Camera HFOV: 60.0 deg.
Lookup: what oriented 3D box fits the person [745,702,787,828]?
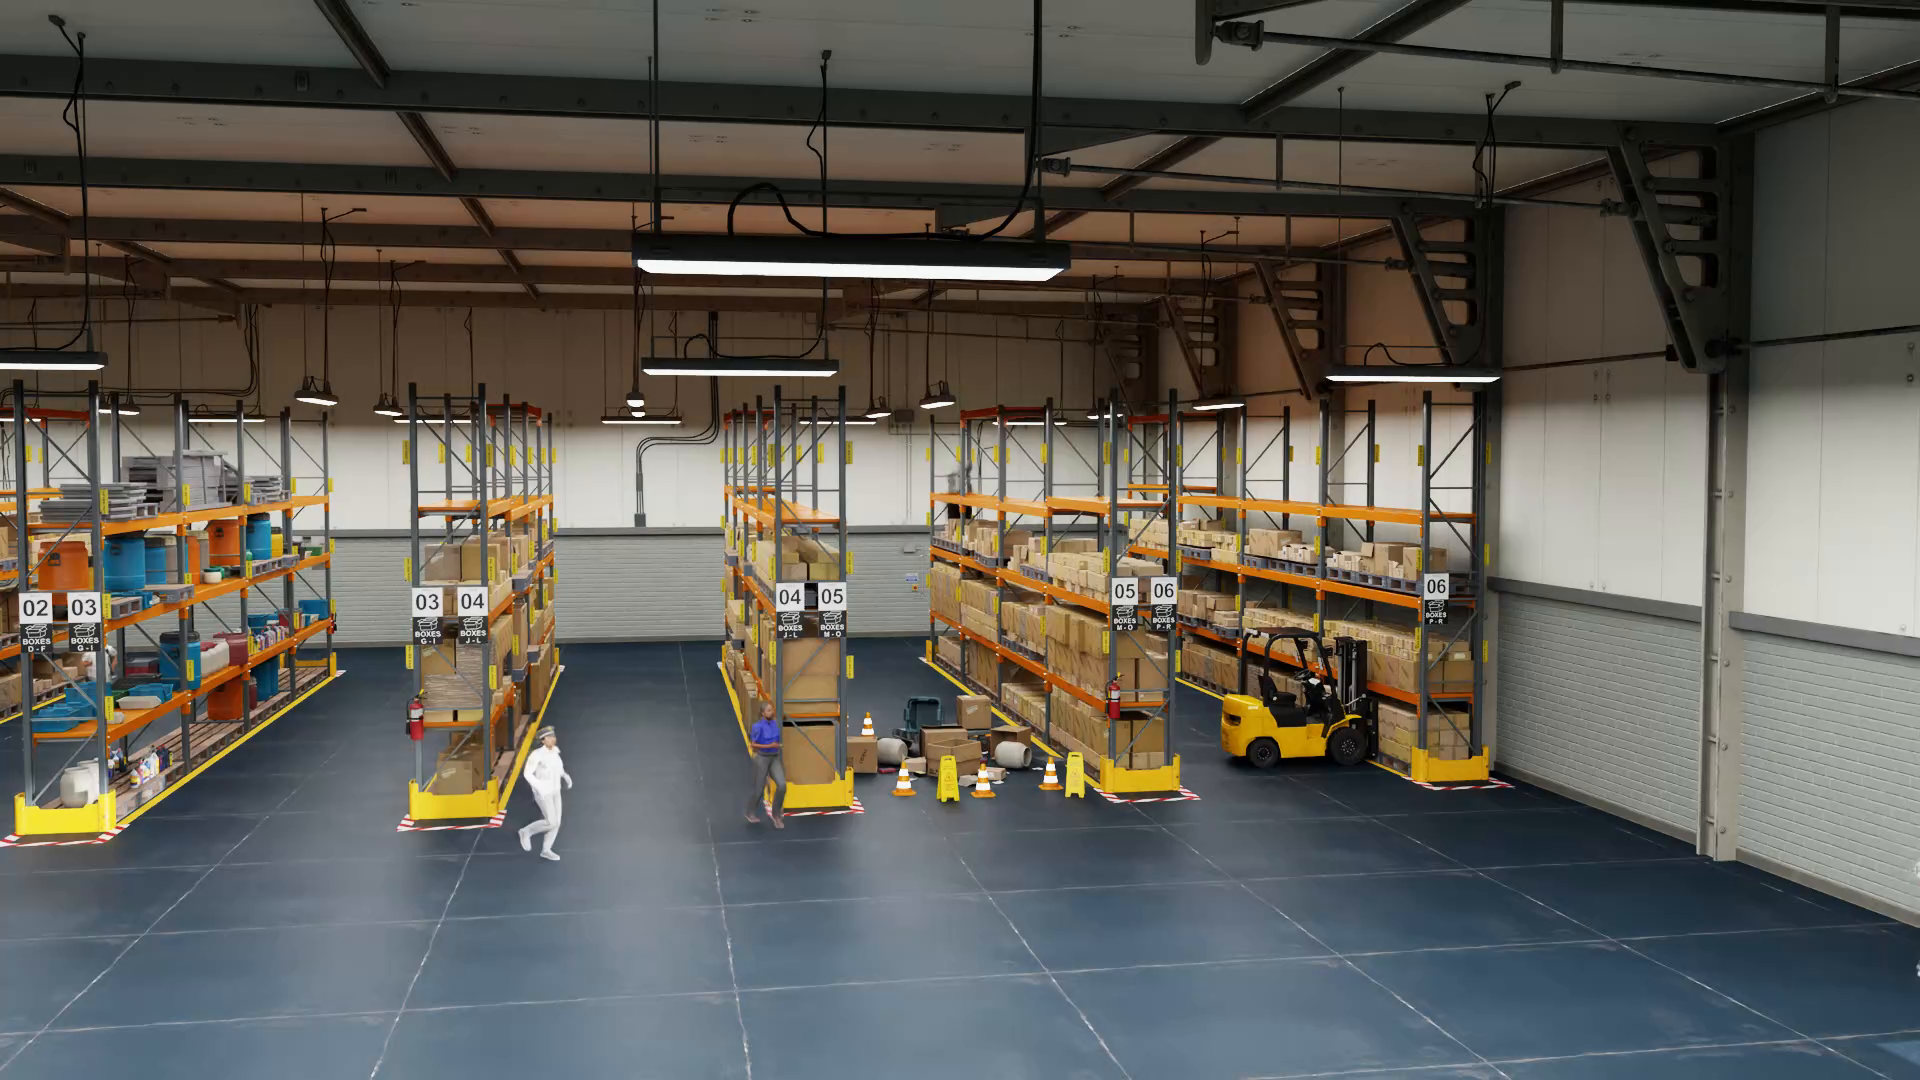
[{"bbox_3d":[-2.605,3.050,22.457,0.667,1.726,0.578,3,4,43],"label":"person"}]

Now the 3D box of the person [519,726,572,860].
[{"bbox_3d":[-5.147,3.131,20.706,0.594,1.673,0.612,2,3,28],"label":"person"}]

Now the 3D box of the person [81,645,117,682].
[{"bbox_3d":[-16.144,2.597,31.207,0.593,1.713,0.816,-1,3,-18],"label":"person"}]
